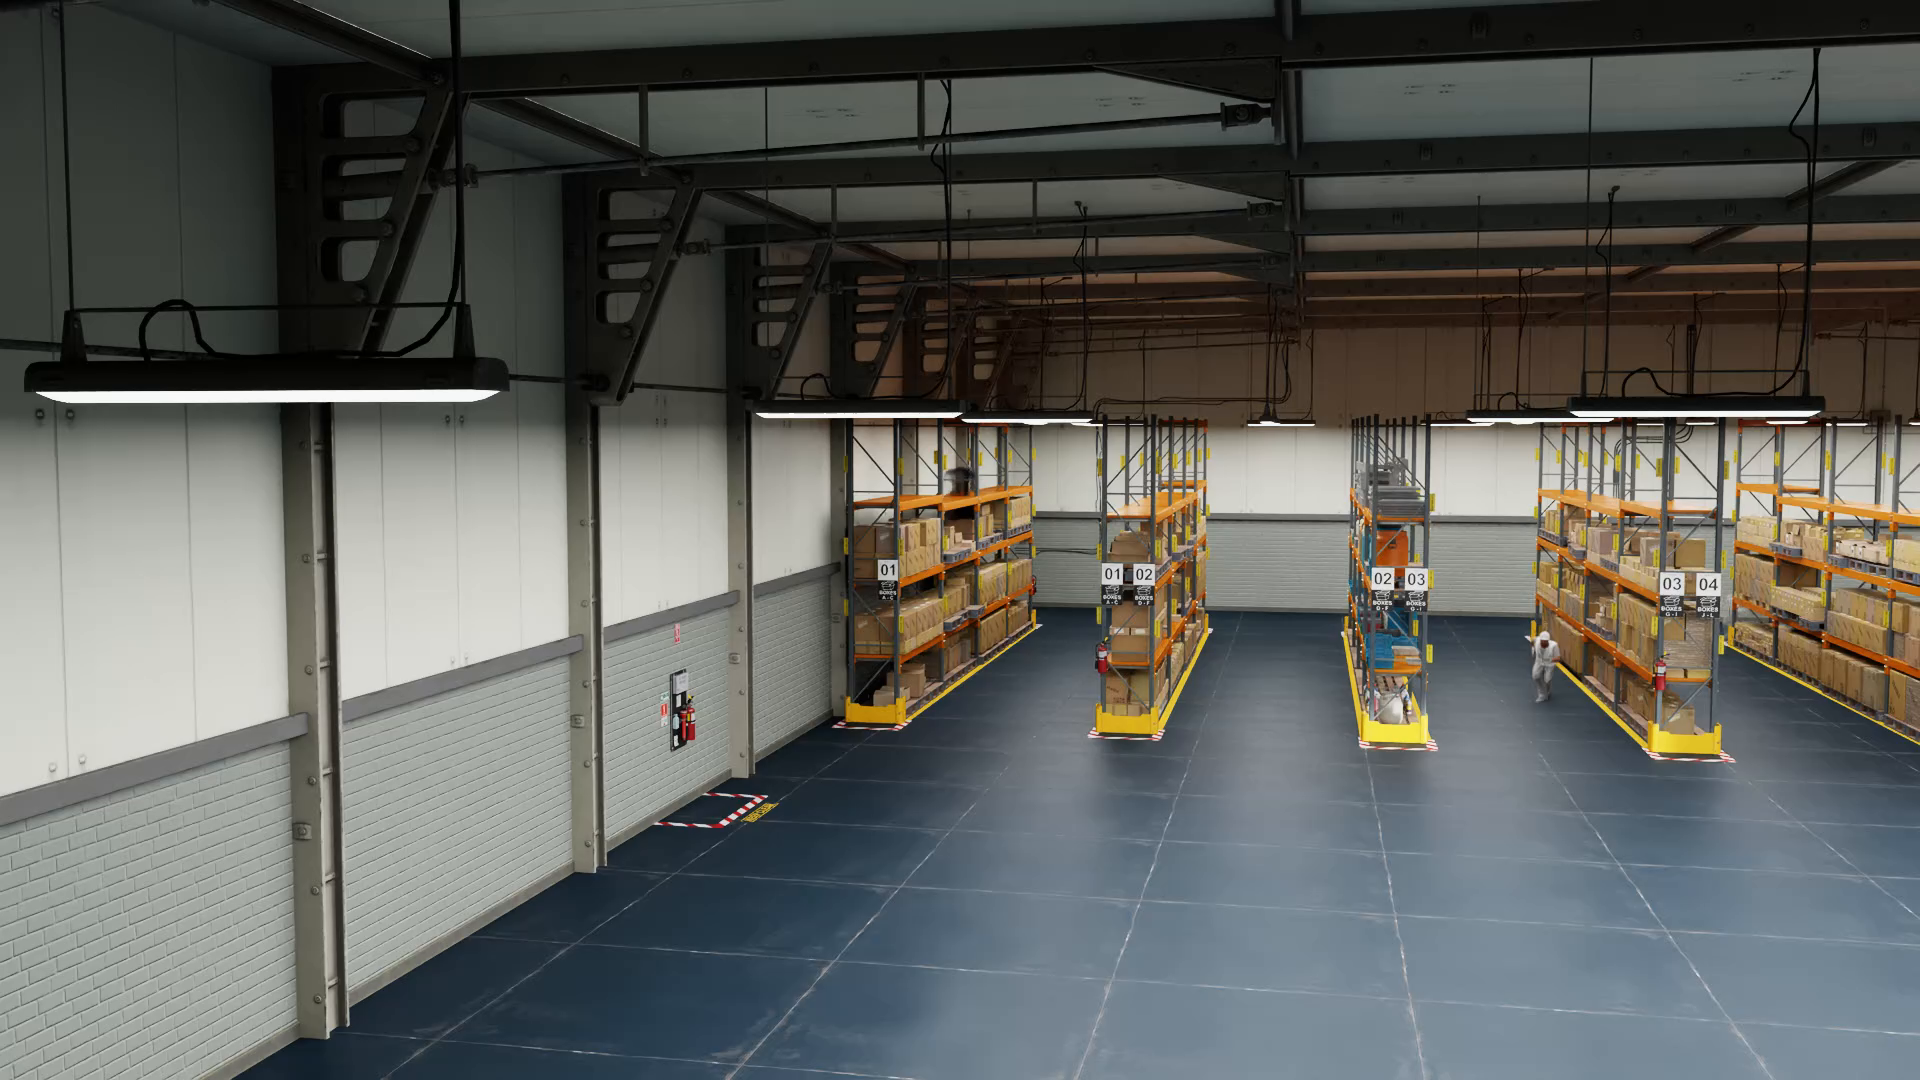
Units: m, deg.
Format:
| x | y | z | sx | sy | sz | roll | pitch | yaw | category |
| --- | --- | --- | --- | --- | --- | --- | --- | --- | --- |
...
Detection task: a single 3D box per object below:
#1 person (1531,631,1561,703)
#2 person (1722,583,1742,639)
| x | y | z | sx | sy | sz | roll | pitch | yaw | category |
| --- | --- | --- | --- | --- | --- | --- | --- | --- | --- |
| 12.312 | 2.648 | 34.941 | 0.681 | 1.547 | 1.176 | 2 | 4 | 30 | person |
| 21.036 | 1.925 | 45.180 | 0.654 | 1.588 | 0.649 | 1 | 4 | 16 | person |
